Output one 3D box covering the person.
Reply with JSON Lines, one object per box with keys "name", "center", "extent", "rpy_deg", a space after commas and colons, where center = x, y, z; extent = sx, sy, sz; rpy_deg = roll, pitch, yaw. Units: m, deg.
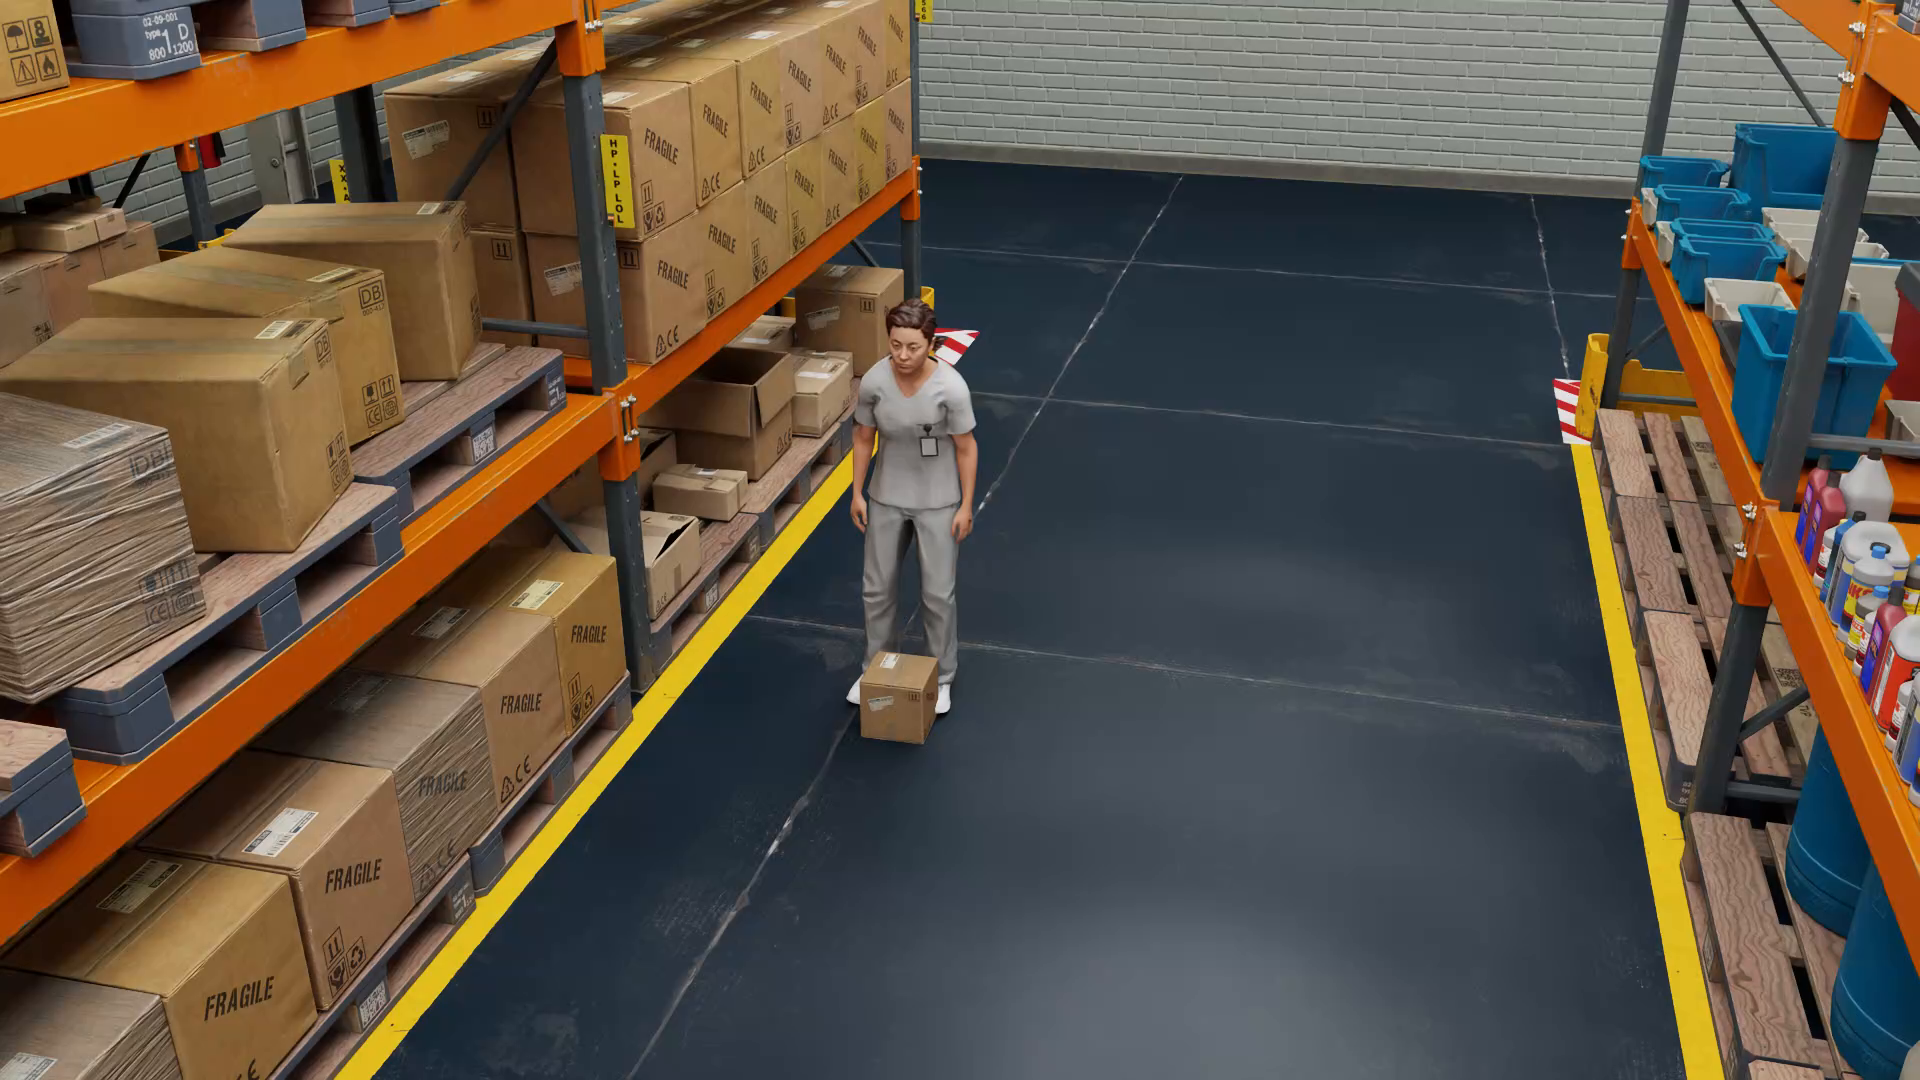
{"name": "person", "center": [-0.182, -0.133, 6.390], "extent": [0.495, 1.673, 0.354], "rpy_deg": [6, 26, 13]}
